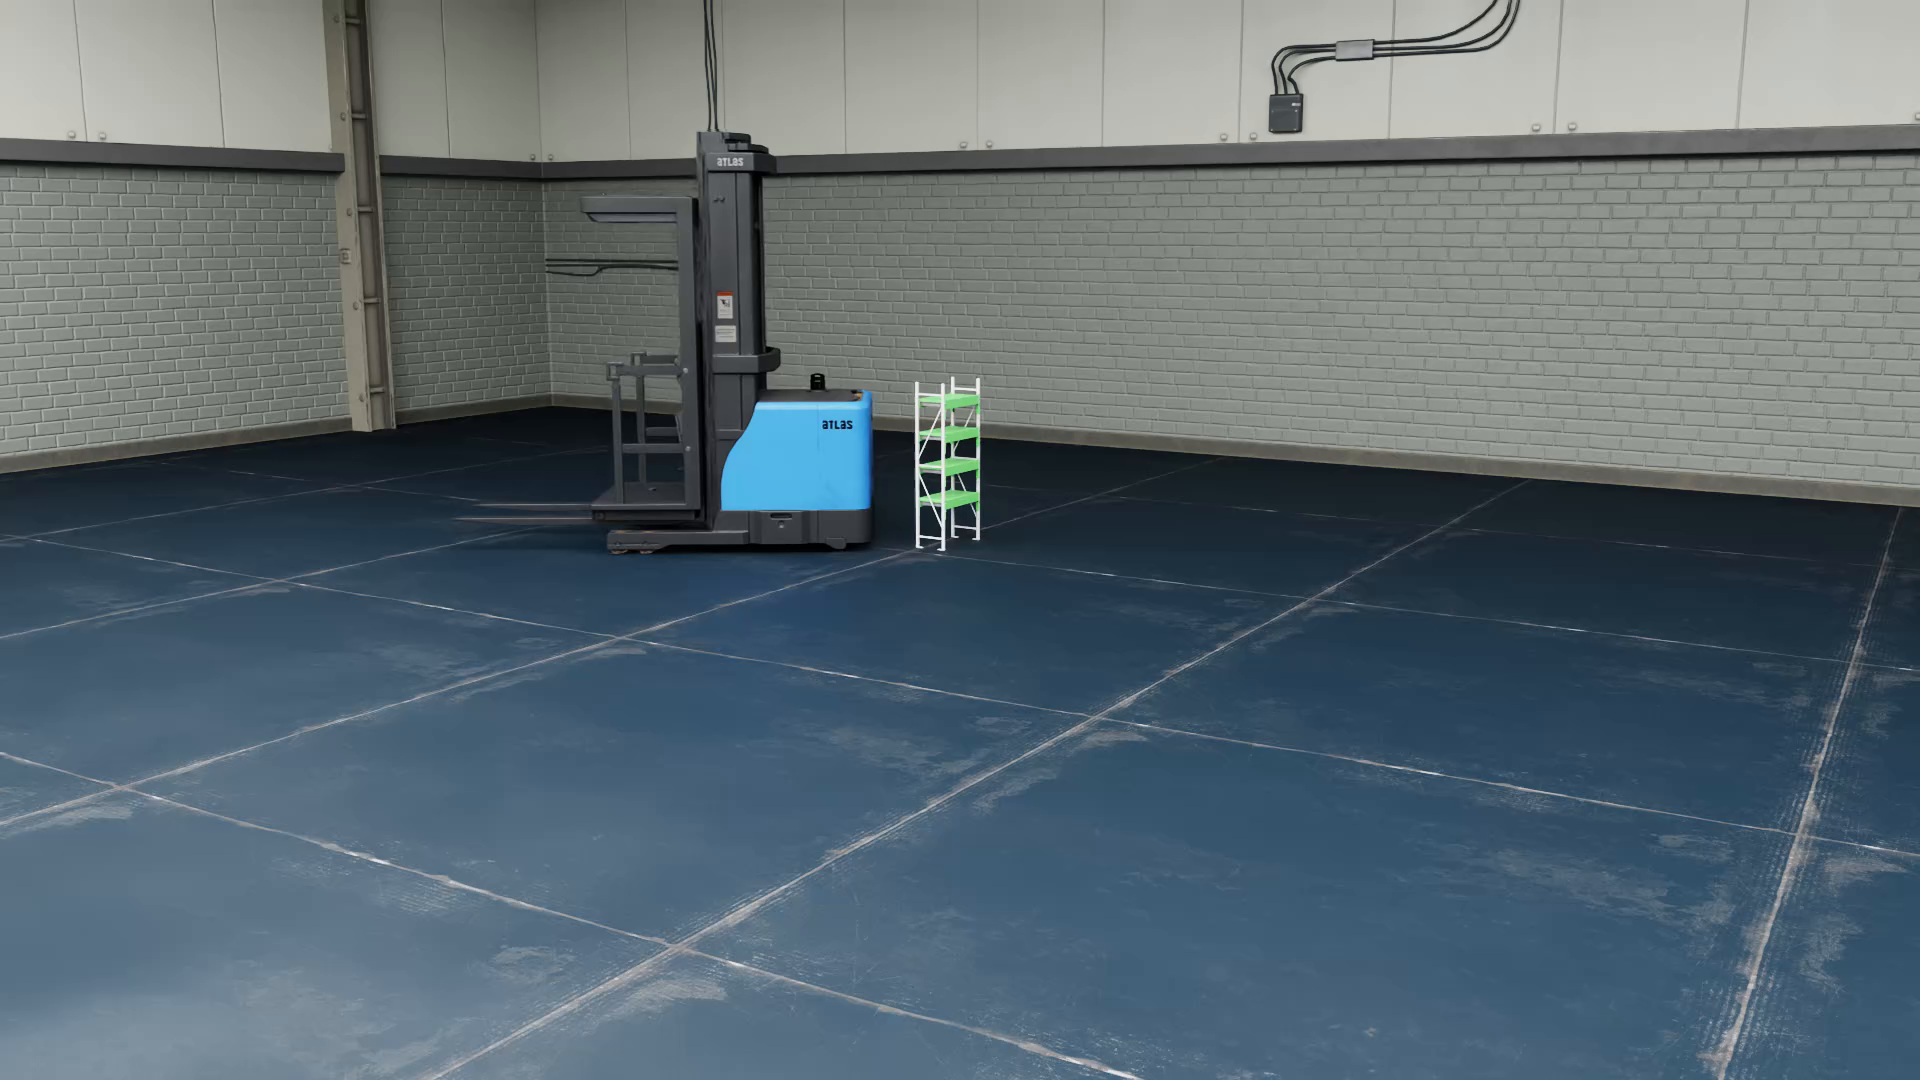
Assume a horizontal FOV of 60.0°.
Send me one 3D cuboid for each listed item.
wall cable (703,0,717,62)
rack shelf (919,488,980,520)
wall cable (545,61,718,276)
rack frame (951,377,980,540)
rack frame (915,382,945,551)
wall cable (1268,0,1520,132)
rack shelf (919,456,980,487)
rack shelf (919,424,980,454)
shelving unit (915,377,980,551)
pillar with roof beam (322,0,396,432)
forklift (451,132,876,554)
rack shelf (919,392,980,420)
[{"bbox_3d":[-1.801,-6.738,18.621,3.097,2.526,0.112,6,12,31],"label":"wall cable"},{"bbox_3d":[-0.086,-0.265,12.175,0.258,0.148,0.480,6,12,31],"label":"rack shelf"},{"bbox_3d":[-4.113,-4.514,20.466,3.097,2.526,0.112,6,12,31],"label":"wall cable"},{"bbox_3d":[0.041,-0.602,12.324,0.240,1.200,0.015,6,12,31],"label":"rack frame"},{"bbox_3d":[-0.213,-0.525,11.914,0.240,1.200,0.015,6,12,31],"label":"rack frame"},{"bbox_3d":[3.993,-6.803,15.010,2.305,6.003,0.169,6,12,31],"label":"wall cable"},{"bbox_3d":[-0.086,-0.501,12.131,0.258,0.148,0.480,6,12,31],"label":"rack shelf"},{"bbox_3d":[-0.086,-0.737,12.087,0.258,0.148,0.480,6,12,31],"label":"rack shelf"},{"bbox_3d":[-0.086,-0.564,12.119,0.258,1.200,0.503,6,12,31],"label":"shelving unit"},{"bbox_3d":[-3.093,-5.292,16.184,9.100,9.000,0.400,6,12,31],"label":"pillar with roof beam"},{"bbox_3d":[-2.156,-1.438,12.086,3.031,2.935,1.130,0,11,-1],"label":"forklift"},{"bbox_3d":[-0.086,-0.973,12.043,0.258,0.148,0.480,6,12,31],"label":"rack shelf"}]
